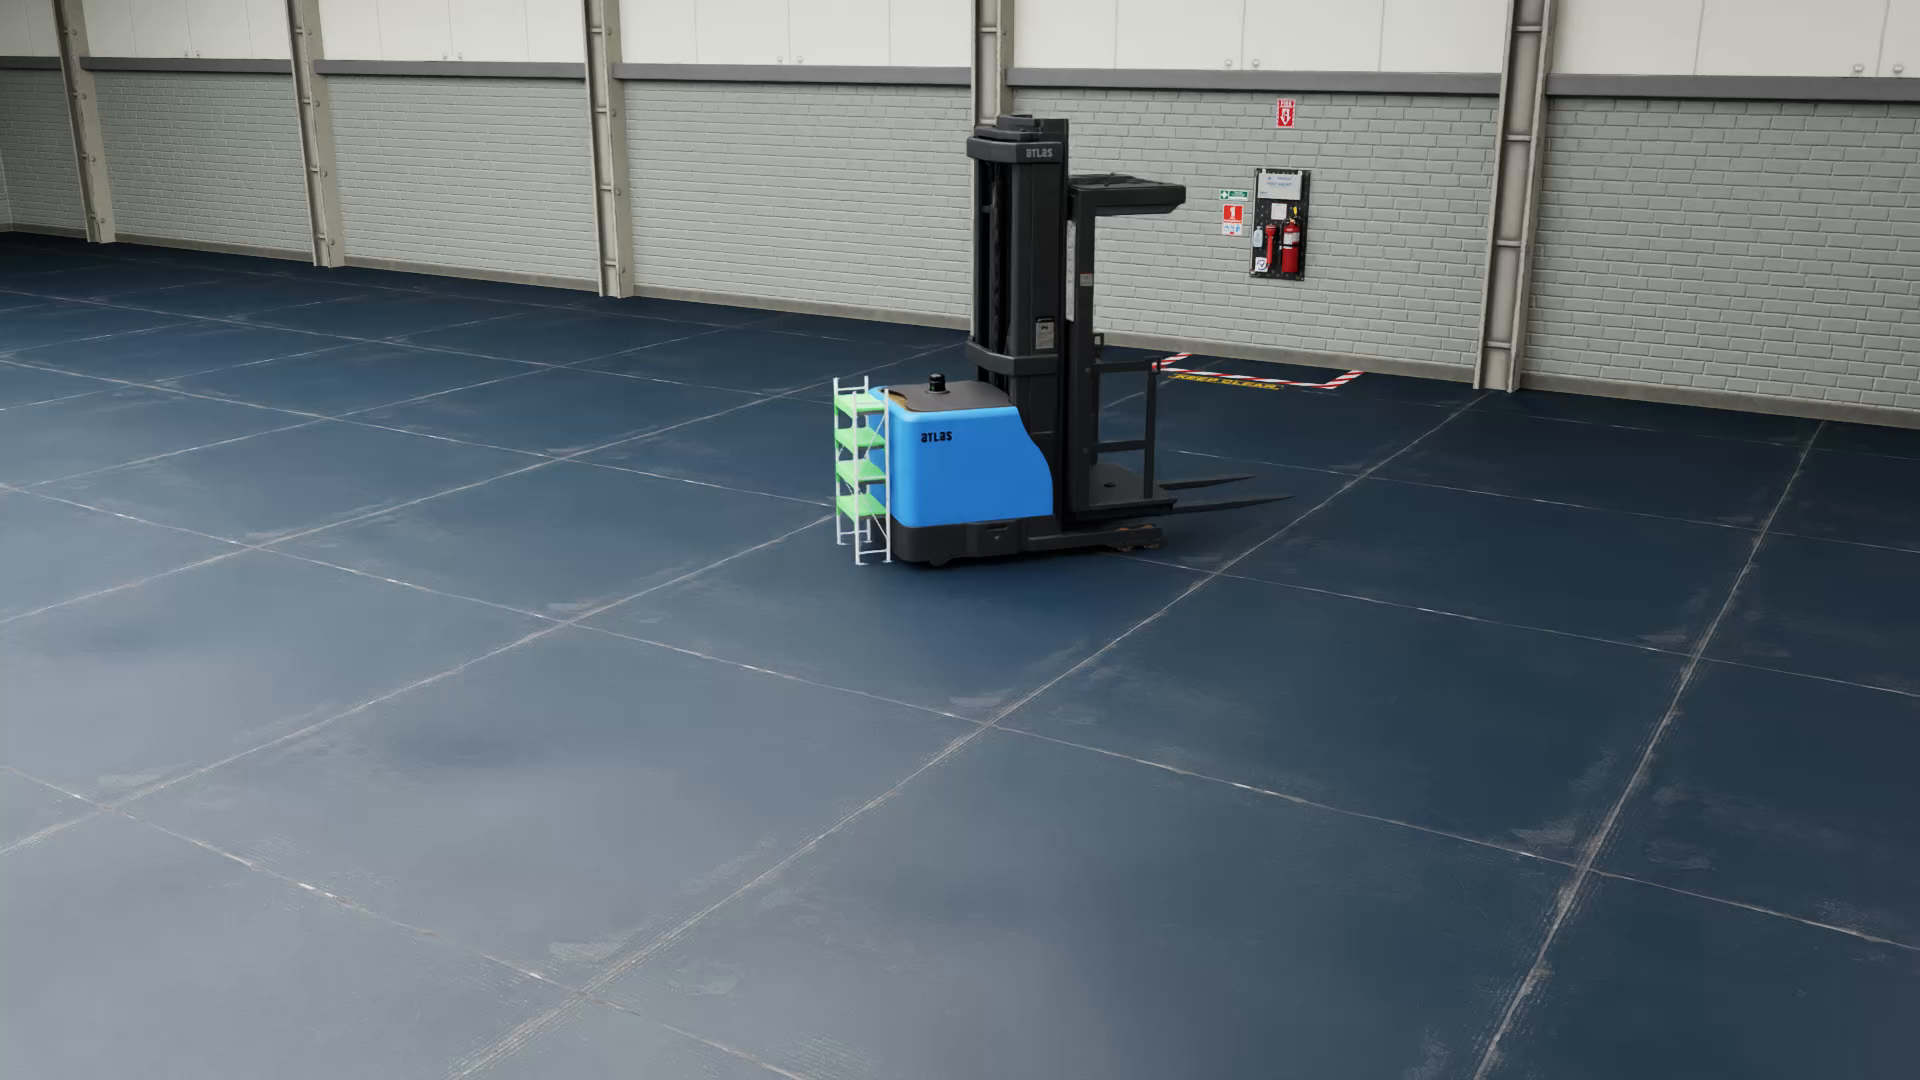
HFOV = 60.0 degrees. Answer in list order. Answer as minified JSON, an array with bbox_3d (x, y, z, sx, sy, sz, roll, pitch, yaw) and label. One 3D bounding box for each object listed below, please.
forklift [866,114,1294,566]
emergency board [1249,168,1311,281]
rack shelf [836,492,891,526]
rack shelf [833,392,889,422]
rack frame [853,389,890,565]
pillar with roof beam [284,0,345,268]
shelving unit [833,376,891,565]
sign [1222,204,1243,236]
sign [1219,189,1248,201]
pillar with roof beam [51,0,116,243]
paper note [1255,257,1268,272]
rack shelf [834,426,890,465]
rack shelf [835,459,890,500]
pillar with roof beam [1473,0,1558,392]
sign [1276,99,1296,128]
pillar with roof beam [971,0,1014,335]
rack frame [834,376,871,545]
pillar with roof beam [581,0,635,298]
[{"bbox_3d":[0.904,-1.461,11.647,3.031,2.935,1.130,-6,18,-18],"label":"forklift"},{"bbox_3d":[3.400,-3.377,17.837,0.643,1.169,0.194,10,20,30],"label":"emergency board"},{"bbox_3d":[-0.672,-0.191,11.490,0.258,0.148,0.480,-6,18,-18],"label":"rack shelf"},{"bbox_3d":[-0.672,-0.880,11.281,0.258,0.148,0.480,-6,18,-18],"label":"rack shelf"},{"bbox_3d":[-0.593,-0.414,11.181,0.240,1.200,0.015,-6,18,-18],"label":"rack frame"},{"bbox_3d":[-12.106,-7.534,21.200,0.400,9.000,9.100,10,20,30],"label":"pillar with roof beam"},{"bbox_3d":[-0.672,-0.481,11.402,0.258,1.200,0.503,-6,18,-18],"label":"shelving unit"},{"bbox_3d":[2.982,-3.504,18.193,0.234,0.329,0.001,10,20,30],"label":"sign"},{"bbox_3d":[2.982,-3.754,18.106,0.331,0.109,0.001,10,20,30],"label":"sign"},{"bbox_3d":[-17.219,-8.446,24.204,0.400,9.000,9.100,10,20,30],"label":"pillar with roof beam"},{"bbox_3d":[3.285,-2.999,18.110,0.142,0.148,0.016,10,20,30],"label":"paper note"},{"bbox_3d":[-0.672,-0.650,11.351,0.258,0.148,0.480,-6,18,-18],"label":"rack shelf"},{"bbox_3d":[-0.672,-0.420,11.420,0.258,0.148,0.480,-6,18,-18],"label":"rack shelf"},{"bbox_3d":[3.232,-4.796,12.186,0.400,9.000,9.100,10,20,30],"label":"pillar with roof beam"},{"bbox_3d":[3.445,-4.512,17.585,0.199,0.298,0.001,10,20,30],"label":"sign"},{"bbox_3d":[-1.880,-5.708,15.191,0.400,9.000,9.100,10,20,30],"label":"pillar with roof beam"},{"bbox_3d":[-0.751,-0.549,11.623,0.240,1.200,0.015,-6,18,-18],"label":"rack frame"},{"bbox_3d":[-6.993,-6.621,18.195,0.400,9.000,9.100,10,20,30],"label":"pillar with roof beam"}]
